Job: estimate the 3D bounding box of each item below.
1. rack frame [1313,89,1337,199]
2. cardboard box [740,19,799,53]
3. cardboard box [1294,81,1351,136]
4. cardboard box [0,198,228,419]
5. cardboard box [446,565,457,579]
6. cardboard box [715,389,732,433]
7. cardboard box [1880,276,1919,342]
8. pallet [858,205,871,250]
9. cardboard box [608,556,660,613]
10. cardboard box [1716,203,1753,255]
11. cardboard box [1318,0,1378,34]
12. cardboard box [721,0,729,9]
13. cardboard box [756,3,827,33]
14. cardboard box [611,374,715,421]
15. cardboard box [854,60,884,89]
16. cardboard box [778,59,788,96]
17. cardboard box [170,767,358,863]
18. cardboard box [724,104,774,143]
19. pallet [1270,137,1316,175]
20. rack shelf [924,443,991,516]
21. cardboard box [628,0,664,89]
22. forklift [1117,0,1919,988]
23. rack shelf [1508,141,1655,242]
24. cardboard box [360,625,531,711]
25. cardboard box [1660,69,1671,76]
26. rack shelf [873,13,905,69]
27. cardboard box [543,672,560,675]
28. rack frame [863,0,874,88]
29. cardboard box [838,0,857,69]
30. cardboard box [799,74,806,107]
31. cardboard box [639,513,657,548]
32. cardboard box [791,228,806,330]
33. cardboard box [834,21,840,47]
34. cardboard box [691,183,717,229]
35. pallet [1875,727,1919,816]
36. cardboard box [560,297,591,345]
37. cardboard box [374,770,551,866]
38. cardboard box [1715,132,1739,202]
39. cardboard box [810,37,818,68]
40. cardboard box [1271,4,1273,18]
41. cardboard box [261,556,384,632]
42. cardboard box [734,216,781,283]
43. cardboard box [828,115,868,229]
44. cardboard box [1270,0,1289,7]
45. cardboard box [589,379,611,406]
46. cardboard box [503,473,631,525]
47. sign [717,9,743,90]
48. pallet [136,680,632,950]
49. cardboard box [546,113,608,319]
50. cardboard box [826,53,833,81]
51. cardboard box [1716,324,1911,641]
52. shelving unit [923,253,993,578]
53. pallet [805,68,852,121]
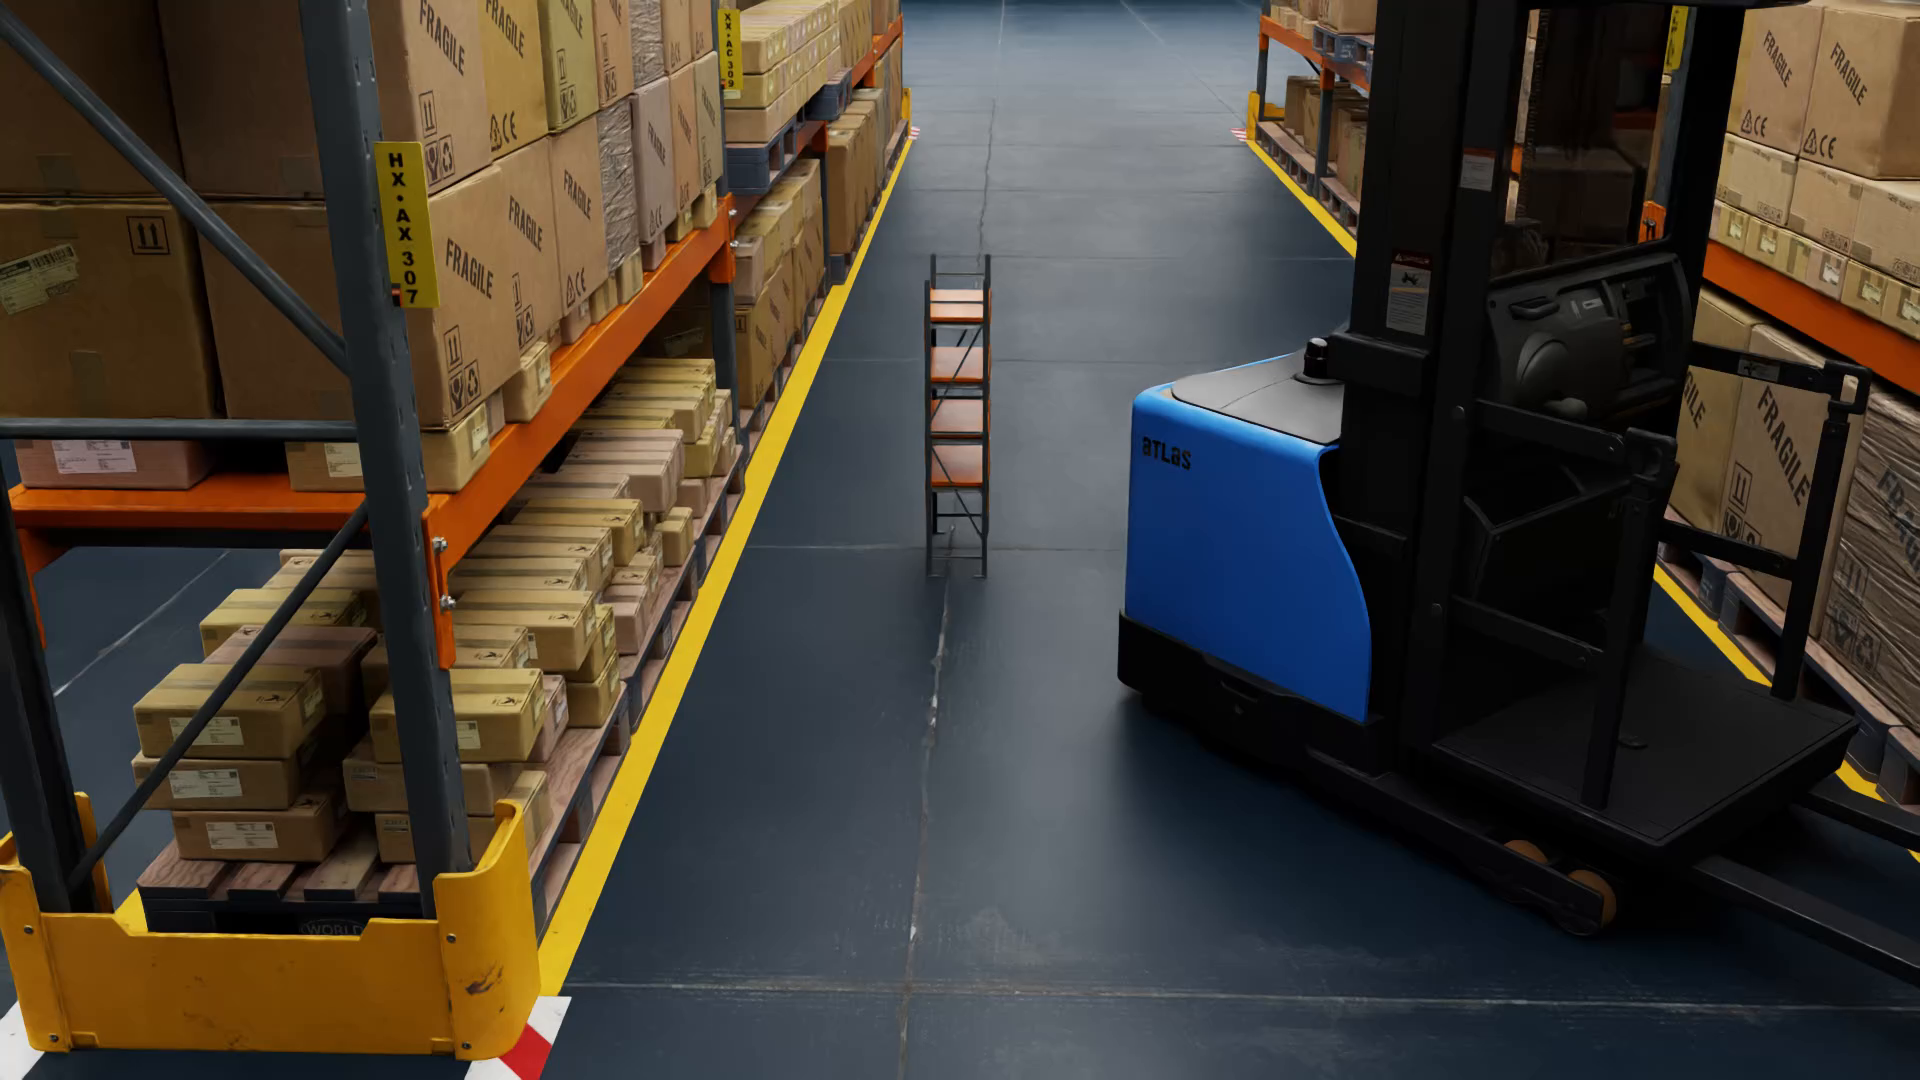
[{"bbox_3d":[3.683,-4.469,14.400,1.000,3.000,0.127,1,21,2],"label":"rack frame"},{"bbox_3d":[-1.013,-2.537,8.366,0.380,0.149,0.250,0,21,1],"label":"cardboard box"},{"bbox_3d":[3.785,-4.504,17.364,0.500,0.500,0.500,6,22,16],"label":"cardboard box"},{"bbox_3d":[-1.880,-0.572,3.807,0.500,0.500,0.500,1,21,3],"label":"cardboard box"},{"bbox_3d":[-1.862,0.111,5.544,0.380,0.149,0.250,2,21,4],"label":"cardboard box"},{"bbox_3d":[-1.207,-0.556,7.264,0.380,0.149,0.250,1,21,3],"label":"cardboard box"},{"bbox_3d":[3.047,-0.698,5.029,0.380,0.149,0.250,1,21,3],"label":"cardboard box"},{"bbox_3d":[-1.254,-2.538,13.279,1.003,0.211,1.213,1,21,2],"label":"pallet"},{"bbox_3d":[-1.267,0.167,5.814,0.380,0.149,0.250,1,21,2],"label":"cardboard box"},{"bbox_3d":[3.083,-1.166,6.234,0.380,0.149,0.250,1,21,3],"label":"cardboard box"},{"bbox_3d":[3.519,-4.659,13.479,1.000,1.000,1.000,1,21,2],"label":"cardboard box"},{"bbox_3d":[-1.606,-3.208,10.094,0.380,0.149,0.250,0,21,0],"label":"cardboard box"},{"bbox_3d":[-0.972,-3.006,9.573,0.380,0.149,0.250,1,21,3],"label":"cardboard box"},{"bbox_3d":[-1.234,-0.587,6.934,0.380,0.149,0.250,1,21,2],"label":"cardboard box"},{"bbox_3d":[-1.182,-3.992,15.528,0.875,0.875,0.875,1,21,2],"label":"cardboard box"},{"bbox_3d":[-1.030,-2.209,7.932,0.380,0.149,0.250,1,21,3],"label":"cardboard box"},{"bbox_3d":[-1.829,0.719,4.389,0.380,0.149,0.250,1,21,3],"label":"cardboard box"},{"bbox_3d":[-1.043,-1.884,7.504,0.380,0.149,0.250,0,21,-1],"label":"cardboard box"},{"bbox_3d":[3.702,-3.855,16.671,1.003,0.211,1.213,1,21,2],"label":"pallet"},{"bbox_3d":[-0.005,-0.252,6.754,0.258,0.148,0.480,1,21,2],"label":"rack shelf"},{"bbox_3d":[-1.299,-1.774,5.523,0.500,0.500,0.500,1,21,3],"label":"cardboard box"},{"bbox_3d":[1.847,-0.534,4.354,1.130,2.935,3.031,-16,26,-36],"label":"forklift"},{"bbox_3d":[3.501,-1.964,8.939,1.077,0.370,4.000,1,21,2],"label":"rack shelf"},{"bbox_3d":[-1.393,0.348,4.524,0.380,0.149,0.250,1,21,3],"label":"cardboard box"},{"bbox_3d":[3.451,-2.322,7.341,0.797,0.503,0.637,0,21,0],"label":"cardboard box"},{"bbox_3d":[-1.211,-4.948,16.629,1.077,0.370,4.000,1,21,2],"label":"rack shelf"},{"bbox_3d":[-1.380,0.399,4.804,0.380,0.149,0.250,1,21,2],"label":"cardboard box"},{"bbox_3d":[-1.272,-4.560,14.635,1.000,3.000,0.127,1,21,2],"label":"rack frame"},{"bbox_3d":[-1.064,-3.866,12.708,0.500,0.500,0.500,0,21,1],"label":"cardboard box"},{"bbox_3d":[-1.009,-2.356,8.721,0.380,0.149,0.250,0,21,1],"label":"cardboard box"},{"bbox_3d":[-1.315,-0.082,6.043,0.380,0.149,0.250,0,21,-1],"label":"cardboard box"},{"bbox_3d":[-1.171,-1.524,9.686,0.500,0.500,0.500,0,21,-1],"label":"cardboard box"},{"bbox_3d":[-0.953,-3.148,10.350,0.380,0.149,0.250,1,21,3],"label":"cardboard box"},{"bbox_3d":[-1.188,-1.350,6.710,0.380,0.149,0.250,0,21,0],"label":"cardboard box"},{"bbox_3d":[3.264,0.880,4.470,1.003,0.211,1.213,1,21,2],"label":"pallet"},{"bbox_3d":[-1.332,-0.689,5.005,0.380,0.149,0.250,0,21,1],"label":"cardboard box"},{"bbox_3d":[-1.301,0.726,4.372,0.380,0.149,0.250,1,21,3],"label":"cardboard box"},{"bbox_3d":[3.164,-1.478,6.488,0.500,0.250,0.500,0,21,1],"label":"cardboard box"},{"bbox_3d":[-0.990,-2.681,9.148,0.380,0.149,0.250,1,21,3],"label":"cardboard box"},{"bbox_3d":[3.558,-5.698,17.914,0.380,0.149,0.250,1,21,2],"label":"cardboard box"},{"bbox_3d":[-1.857,0.162,5.002,0.380,0.149,0.250,0,21,-1],"label":"cardboard box"},{"bbox_3d":[-1.215,-1.505,8.598,0.500,0.250,0.500,1,21,3],"label":"cardboard box"},{"bbox_3d":[-1.262,-2.796,12.618,1.050,0.750,0.750,1,21,2],"label":"cardboard box"},{"bbox_3d":[3.761,-5.902,17.544,0.875,0.500,0.500,1,21,2],"label":"cardboard box"},{"bbox_3d":[-1.732,-0.689,7.197,0.380,0.149,0.250,1,21,4],"label":"cardboard box"},{"bbox_3d":[-1.349,-0.119,5.727,0.380,0.149,0.250,1,21,2],"label":"cardboard box"},{"bbox_3d":[-0.972,-2.068,7.015,0.100,0.325,0.005,1,21,2],"label":"sign"},{"bbox_3d":[-1.574,0.758,4.784,1.003,0.211,1.213,1,21,2],"label":"pallet"},{"bbox_3d":[-1.328,-0.937,4.747,0.500,0.500,0.500,1,21,2],"label":"cardboard box"},{"bbox_3d":[-0.965,-2.826,9.933,0.380,0.149,0.250,1,21,3],"label":"cardboard box"},{"bbox_3d":[3.312,-0.219,5.802,0.875,0.875,0.875,1,21,2],"label":"cardboard box"},{"bbox_3d":[-0.005,-0.500,6.658,0.258,1.200,0.503,1,21,2],"label":"shelving unit"},{"bbox_3d":[-1.308,-2.766,10.275,1.213,0.211,1.003,1,21,2],"label":"pallet"}]
